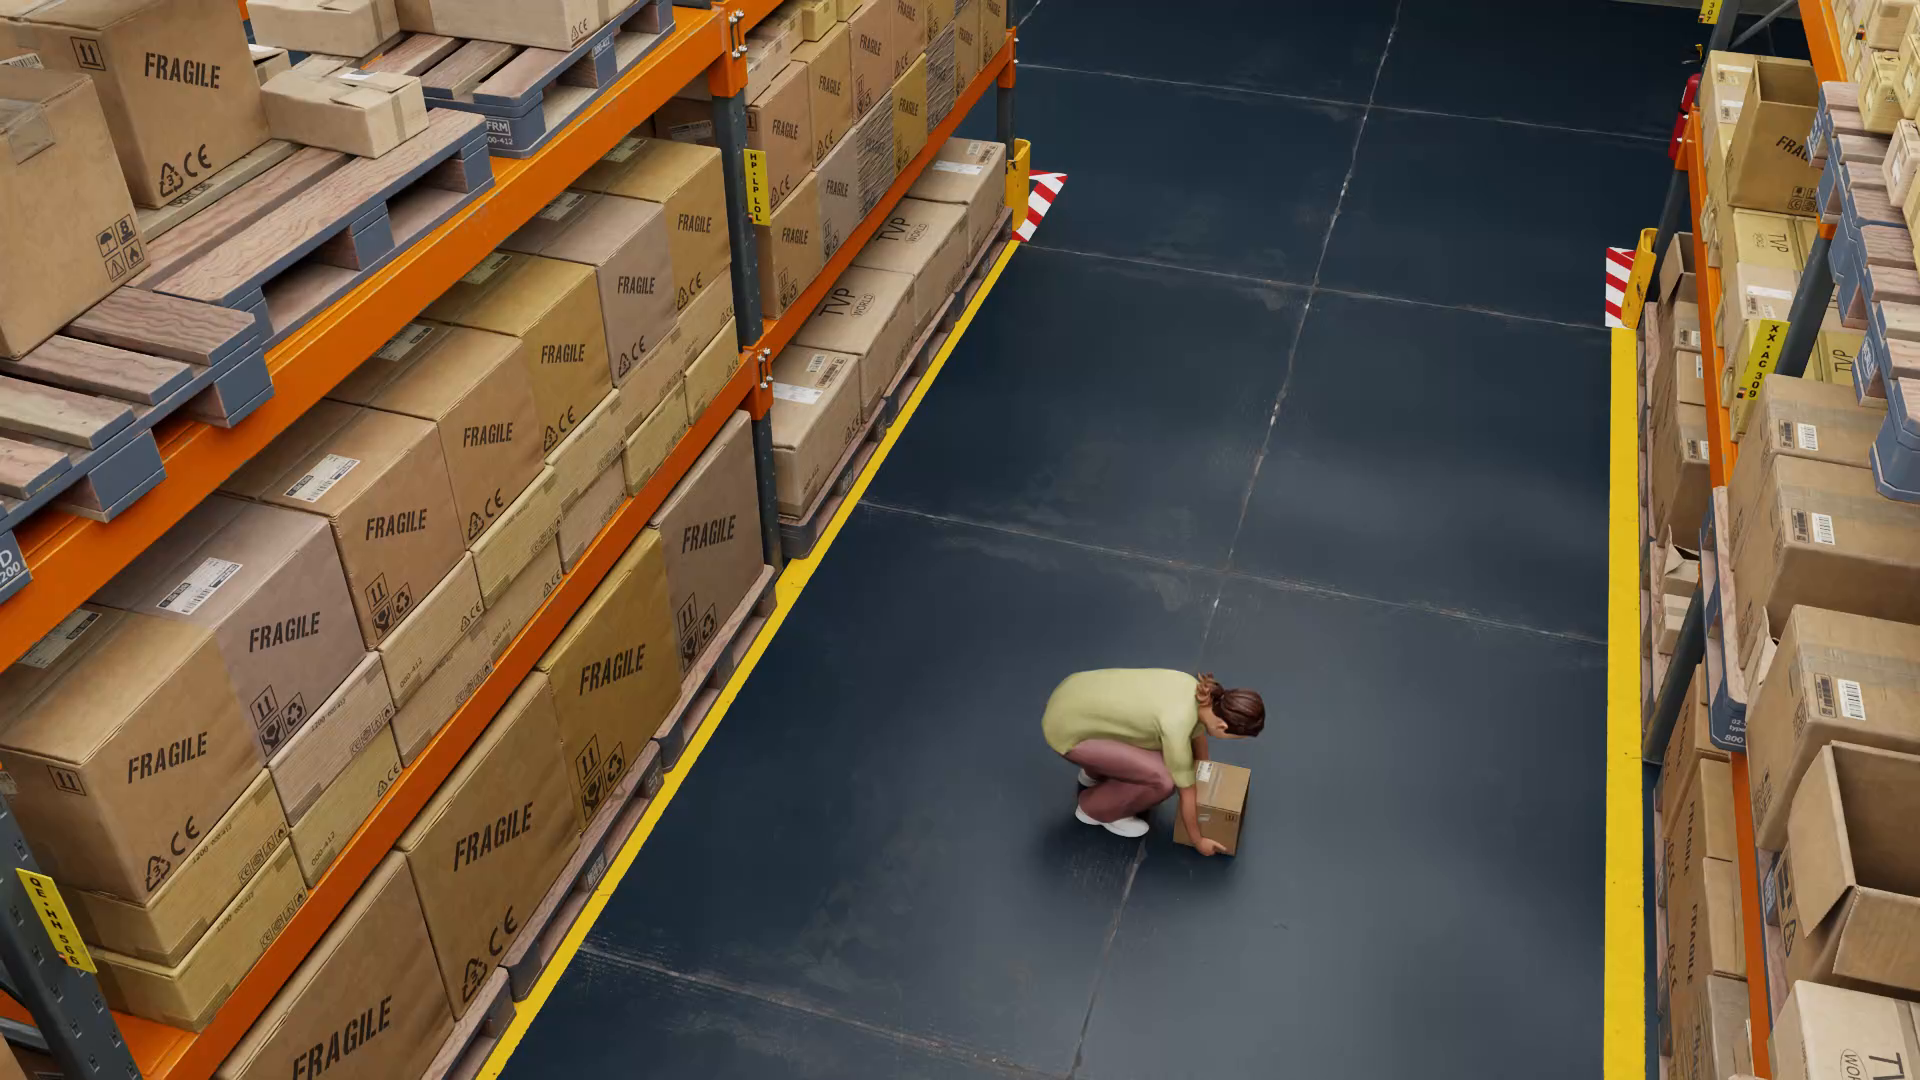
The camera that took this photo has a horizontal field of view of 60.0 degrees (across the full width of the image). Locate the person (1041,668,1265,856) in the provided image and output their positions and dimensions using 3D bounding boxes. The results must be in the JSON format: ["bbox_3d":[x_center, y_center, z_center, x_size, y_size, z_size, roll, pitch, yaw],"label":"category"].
[{"bbox_3d":[0.753,0.819,6.596,0.858,0.767,0.452,10,38,13],"label":"person"}]
